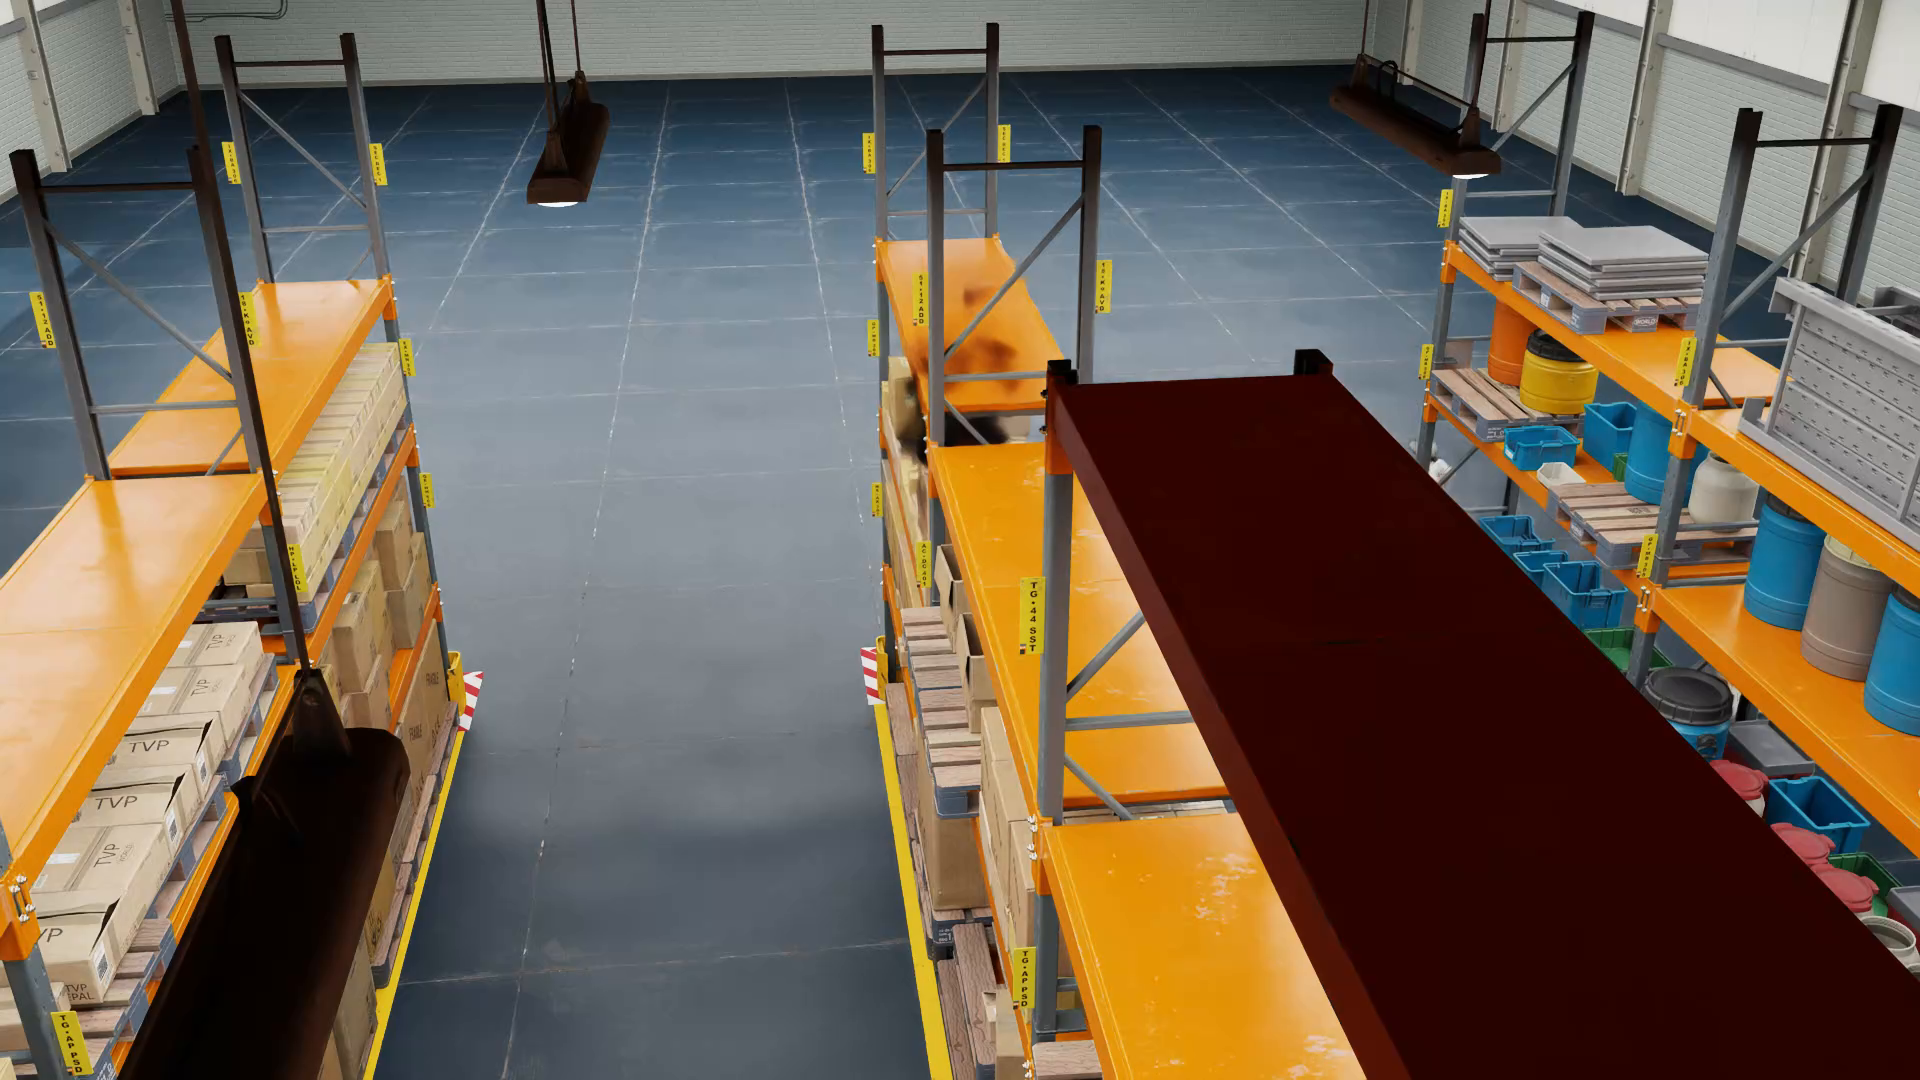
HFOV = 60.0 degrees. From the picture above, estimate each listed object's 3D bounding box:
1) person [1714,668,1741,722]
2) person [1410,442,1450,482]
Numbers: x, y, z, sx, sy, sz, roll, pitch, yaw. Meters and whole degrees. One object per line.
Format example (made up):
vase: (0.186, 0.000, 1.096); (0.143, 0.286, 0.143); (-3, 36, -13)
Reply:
person: (6.380, 1.353, 13.660); (0.683, 1.743, 0.688); (-7, 26, -15)
person: (4.750, -0.320, 17.310); (0.533, 1.616, 0.637); (11, 27, 21)
